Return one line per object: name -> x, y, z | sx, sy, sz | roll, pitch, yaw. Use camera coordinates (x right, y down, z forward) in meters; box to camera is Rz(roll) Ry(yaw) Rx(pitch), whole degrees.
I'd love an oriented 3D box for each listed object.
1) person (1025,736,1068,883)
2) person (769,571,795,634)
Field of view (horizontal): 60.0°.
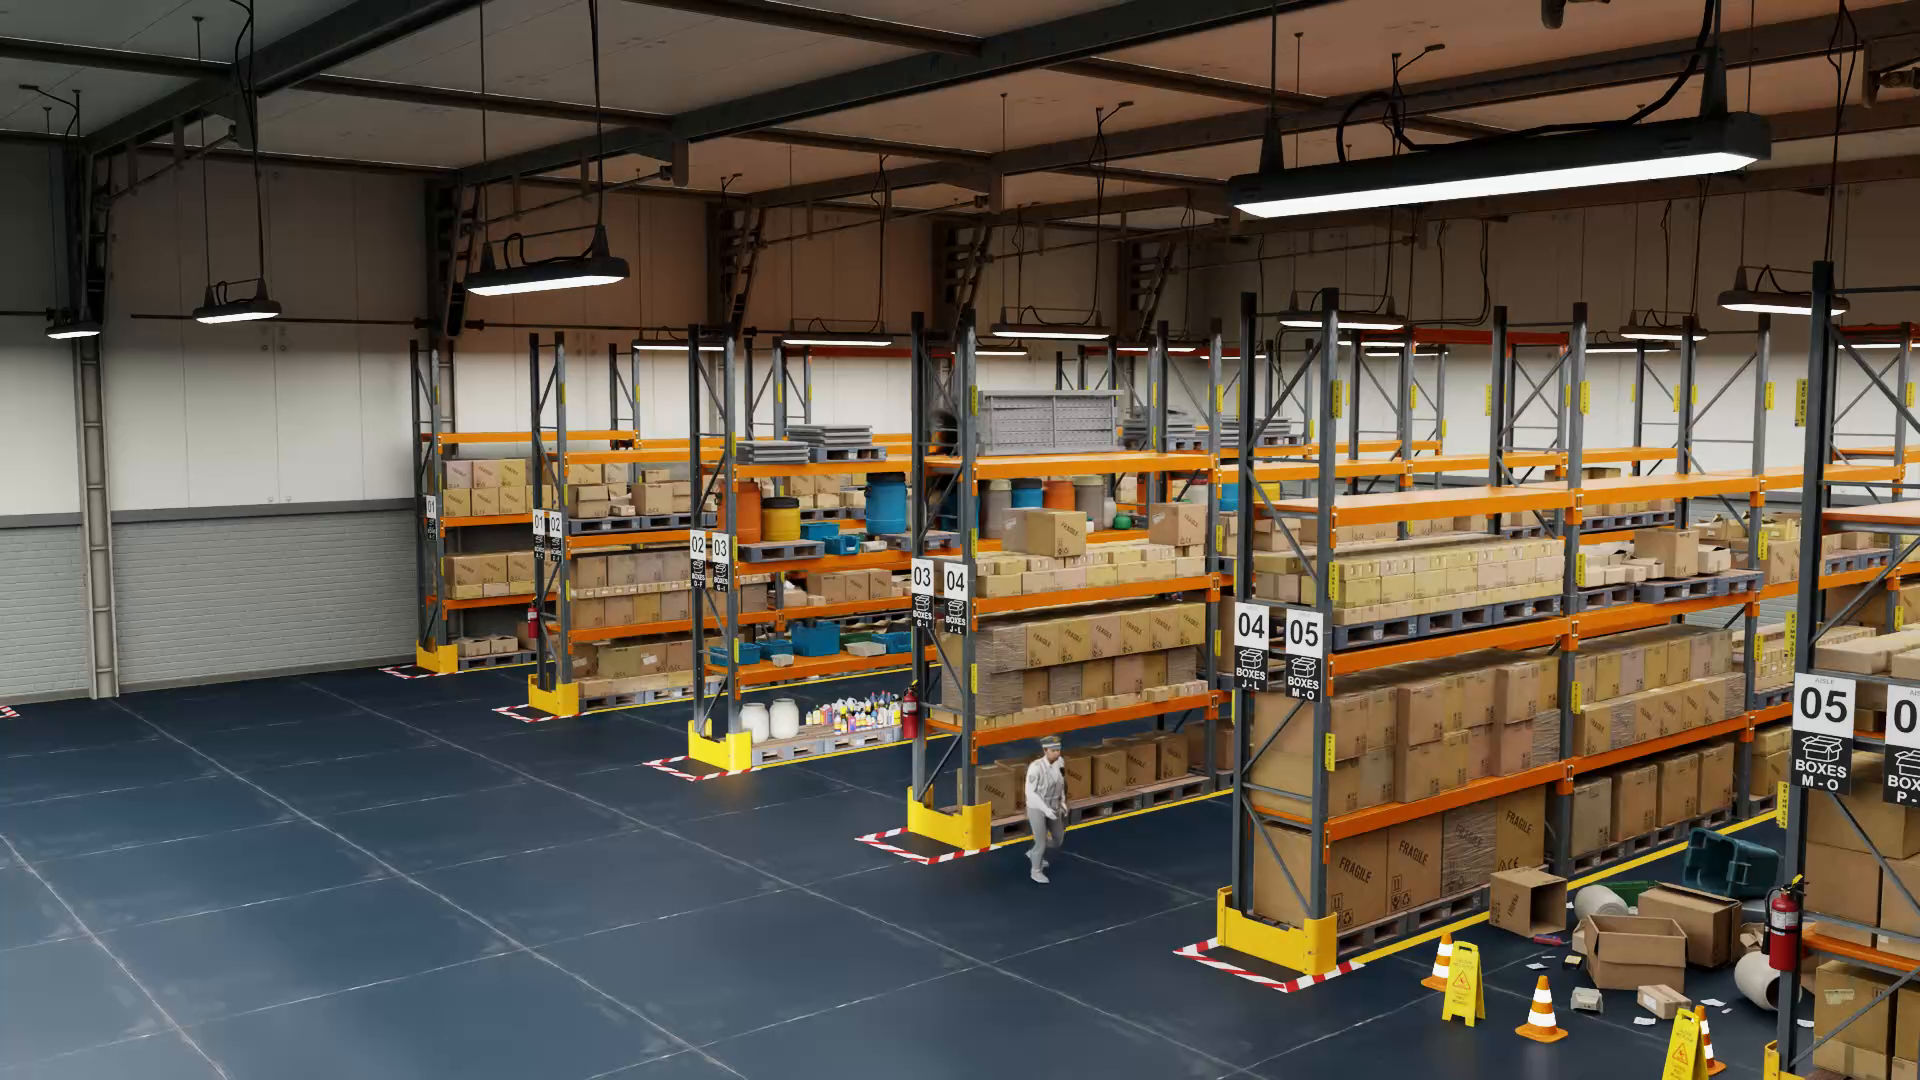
person -> 0.852, 2.771, 17.263 | 0.580, 1.600, 0.723 | -3, 6, -33
person -> -3.406, 1.361, 32.248 | 0.489, 1.708, 0.781 | 4, 7, 40
